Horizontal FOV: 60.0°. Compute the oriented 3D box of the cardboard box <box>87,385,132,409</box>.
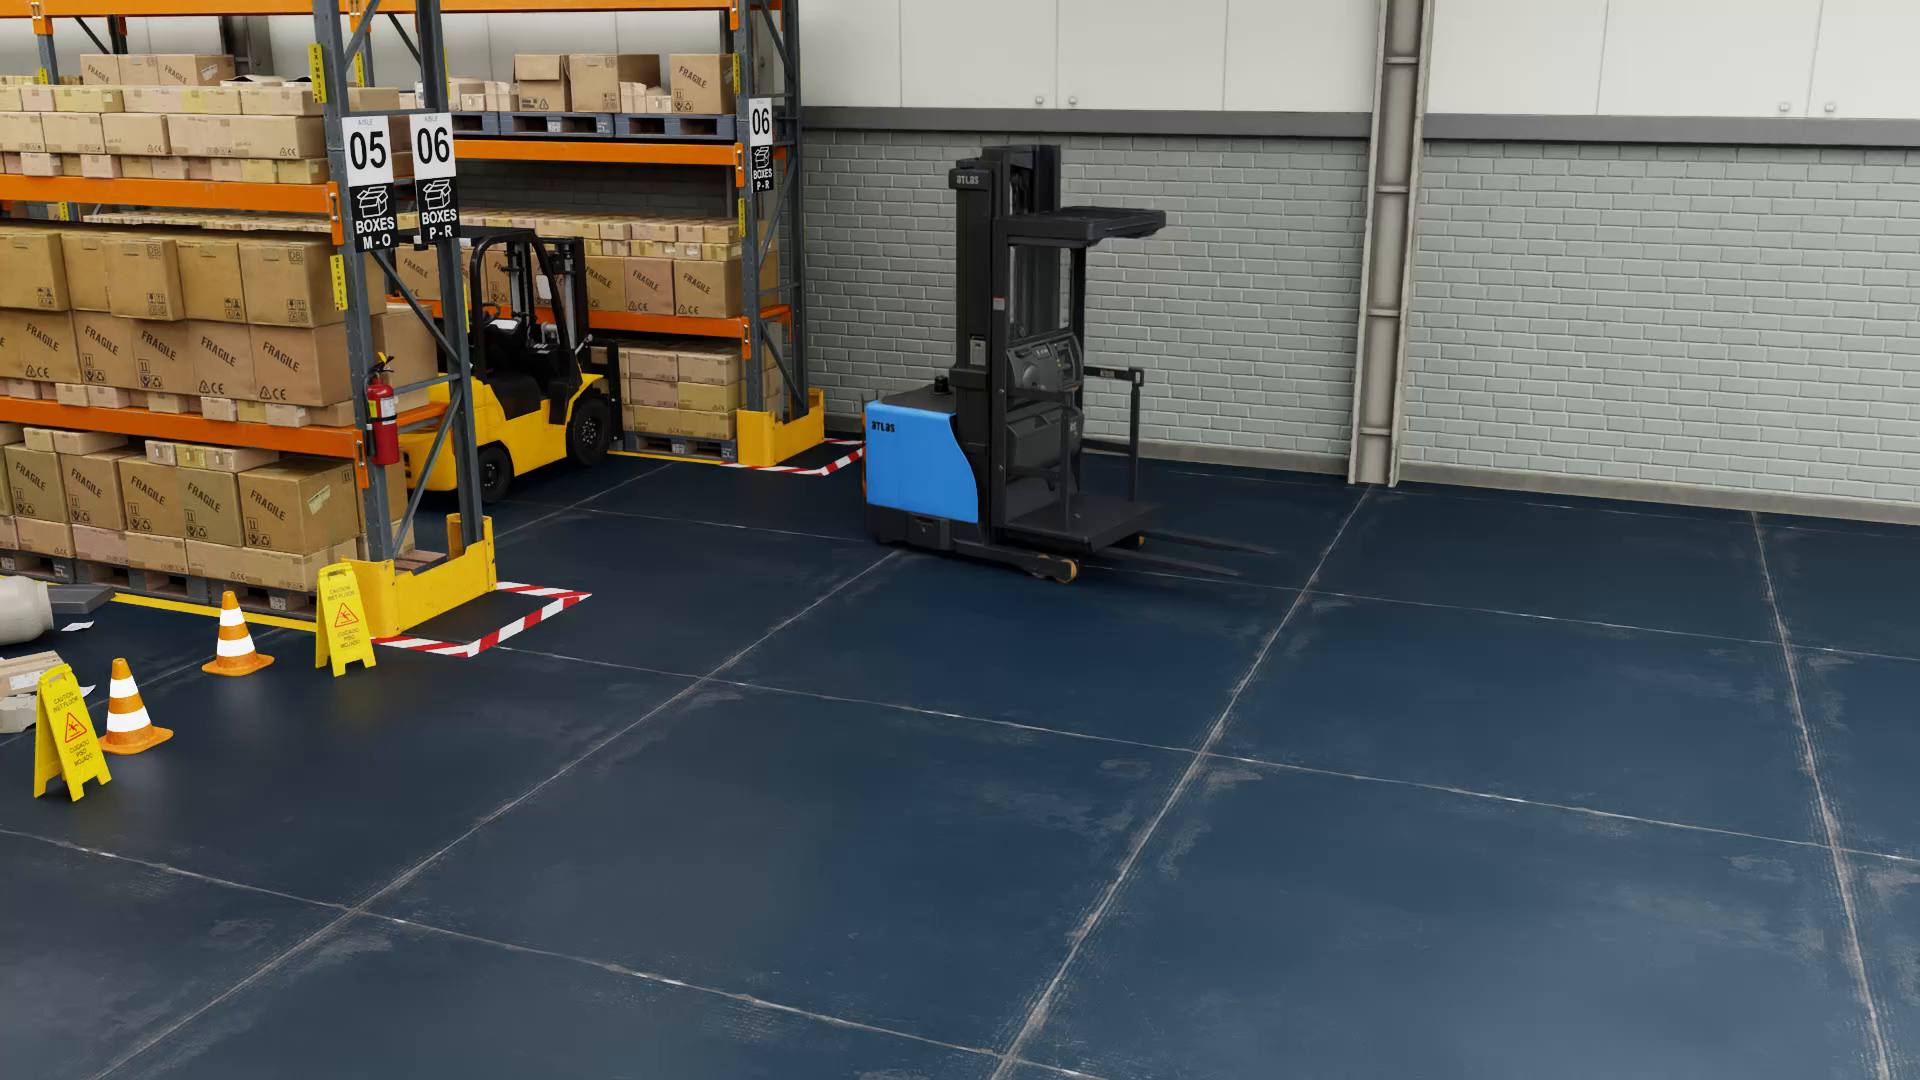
[{"bbox_3d":[-5.608,-0.995,11.171,0.250,0.149,0.380,6,17,20],"label":"cardboard box"}]

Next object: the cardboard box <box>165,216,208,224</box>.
[{"bbox_3d":[-7.940,-3.242,17.118,0.250,0.149,0.380,6,17,21],"label":"cardboard box"}]

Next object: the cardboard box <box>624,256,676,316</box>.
[{"bbox_3d":[-2.709,-2.347,15.198,0.500,0.500,0.500,7,18,22],"label":"cardboard box"}]

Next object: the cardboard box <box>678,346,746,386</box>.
[{"bbox_3d":[-2.219,-1.589,15.152,0.500,0.250,0.500,7,18,22],"label":"cardboard box"}]

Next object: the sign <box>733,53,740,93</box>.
[{"bbox_3d":[-1.888,-3.950,14.072,0.005,0.325,0.100,6,17,21],"label":"sign"}]

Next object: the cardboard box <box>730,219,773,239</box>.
[{"bbox_3d":[-1.910,-2.853,15.246,0.250,0.149,0.380,6,17,20],"label":"cardboard box"}]

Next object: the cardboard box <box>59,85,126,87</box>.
[{"bbox_3d":[-5.865,-3.007,11.292,0.250,0.149,0.380,6,17,20],"label":"cardboard box"}]

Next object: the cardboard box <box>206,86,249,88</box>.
[{"bbox_3d":[-4.671,-2.874,10.834,0.250,0.149,0.380,6,17,20],"label":"cardboard box"}]

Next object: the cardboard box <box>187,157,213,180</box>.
[{"bbox_3d":[-4.617,-2.354,10.471,0.250,0.149,0.380,6,17,21],"label":"cardboard box"}]

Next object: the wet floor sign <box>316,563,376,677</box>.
[{"bbox_3d":[-3.709,0.454,9.952,0.232,0.644,0.267,14,21,40],"label":"wet floor sign"}]

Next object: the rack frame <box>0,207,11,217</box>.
[{"bbox_3d":[-7.215,-1.383,12.056,0.127,3.000,1.000,6,17,21],"label":"rack frame"}]

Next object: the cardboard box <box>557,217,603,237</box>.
[{"bbox_3d":[-3.515,-2.901,15.410,0.250,0.149,0.380,7,17,21],"label":"cardboard box"}]

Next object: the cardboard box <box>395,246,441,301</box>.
[{"bbox_3d":[-5.080,-2.605,16.088,0.500,0.500,0.500,6,17,19],"label":"cardboard box"}]

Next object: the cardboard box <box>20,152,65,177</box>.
[{"bbox_3d":[-5.847,-2.452,10.811,0.250,0.149,0.380,6,17,20],"label":"cardboard box"}]

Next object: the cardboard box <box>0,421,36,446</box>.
[{"bbox_3d":[-6.671,-0.777,11.639,0.250,0.149,0.380,7,17,21],"label":"cardboard box"}]

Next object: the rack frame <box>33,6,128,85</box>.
[{"bbox_3d":[-9.118,-5.961,17.065,0.127,3.000,1.000,6,17,21],"label":"rack frame"}]

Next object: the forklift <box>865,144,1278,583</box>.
[{"bbox_3d":[0.784,-1.276,11.811,3.031,2.935,1.130,11,19,33],"label":"forklift"}]

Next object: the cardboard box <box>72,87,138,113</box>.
[{"bbox_3d":[-5.355,-2.783,10.518,0.250,0.149,0.380,7,18,22],"label":"cardboard box"}]

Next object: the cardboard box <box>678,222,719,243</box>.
[{"bbox_3d":[-2.327,-2.763,14.934,0.250,0.149,0.380,6,17,21],"label":"cardboard box"}]

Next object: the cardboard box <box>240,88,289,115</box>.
[{"bbox_3d":[-4.142,-2.671,10.133,0.250,0.149,0.380,7,17,22],"label":"cardboard box"}]

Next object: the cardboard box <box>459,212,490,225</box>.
[{"bbox_3d":[-4.692,-3.036,15.875,0.250,0.149,0.380,6,17,20],"label":"cardboard box"}]

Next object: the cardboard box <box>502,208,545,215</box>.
[{"bbox_3d":[-4.264,-3.149,16.265,0.250,0.149,0.380,6,17,20],"label":"cardboard box"}]

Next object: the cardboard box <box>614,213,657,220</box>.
[{"bbox_3d":[-3.079,-3.014,15.800,0.250,0.149,0.380,6,17,19],"label":"cardboard box"}]

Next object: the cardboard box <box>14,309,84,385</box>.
[{"bbox_3d":[-5.970,-1.356,11.252,0.500,0.500,0.500,6,17,20],"label":"cardboard box"}]

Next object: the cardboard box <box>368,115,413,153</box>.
[{"bbox_3d":[-3.864,-2.605,10.623,0.500,0.250,0.500,6,17,20],"label":"cardboard box"}]

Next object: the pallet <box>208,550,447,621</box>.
[{"bbox_3d":[-4.307,0.266,11.380,1.213,0.211,1.003,6,17,21],"label":"pallet"}]

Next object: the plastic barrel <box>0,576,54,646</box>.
[{"bbox_3d":[-5.970,0.445,10.381,0.512,0.421,0.421,-9,18,-27],"label":"plastic barrel"}]

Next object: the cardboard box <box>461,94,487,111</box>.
[{"bbox_3d":[-4.376,-4.037,15.336,0.250,0.149,0.380,7,18,22],"label":"cardboard box"}]

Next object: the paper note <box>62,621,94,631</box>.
[{"bbox_3d":[-5.687,0.551,10.720,0.148,0.019,0.142,0,16,1],"label":"paper note"}]

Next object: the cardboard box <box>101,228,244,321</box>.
[{"bbox_3d":[-5.029,-1.719,10.710,0.500,0.500,0.700,6,17,20],"label":"cardboard box"}]

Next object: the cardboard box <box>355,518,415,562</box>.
[{"bbox_3d":[-4.142,-0.009,11.503,0.500,0.250,0.500,6,17,20],"label":"cardboard box"}]

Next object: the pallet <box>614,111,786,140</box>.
[{"bbox_3d":[-2.324,-3.738,14.949,1.213,0.211,1.003,6,17,21],"label":"pallet"}]

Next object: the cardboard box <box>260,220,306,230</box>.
[{"bbox_3d":[-6.765,-3.103,16.640,0.250,0.149,0.380,6,17,19],"label":"cardboard box"}]

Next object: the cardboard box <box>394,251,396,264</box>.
[{"bbox_3d":[-5.775,-2.957,16.851,0.500,0.250,0.500,6,17,20],"label":"cardboard box"}]

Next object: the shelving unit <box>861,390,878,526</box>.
[{"bbox_3d":[-0.599,-0.621,12.931,0.252,1.050,0.215,11,19,33],"label":"shelving unit"}]

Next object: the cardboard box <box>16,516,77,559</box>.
[{"bbox_3d":[-6.264,-0.082,11.754,0.500,0.250,0.500,7,18,24],"label":"cardboard box"}]

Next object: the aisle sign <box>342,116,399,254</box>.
[{"bbox_3d":[-3.542,-2.140,10.003,0.004,0.787,0.394,6,17,21],"label":"aisle sign"}]

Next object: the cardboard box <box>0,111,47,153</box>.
[{"bbox_3d":[-5.961,-2.673,10.856,0.500,0.250,0.500,6,17,21],"label":"cardboard box"}]

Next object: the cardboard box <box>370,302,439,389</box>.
[{"bbox_3d":[-3.832,-1.285,11.006,0.500,0.500,0.500,6,17,20],"label":"cardboard box"}]

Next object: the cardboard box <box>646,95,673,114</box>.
[{"bbox_3d":[-2.558,-3.837,14.647,0.250,0.149,0.380,6,17,19],"label":"cardboard box"}]

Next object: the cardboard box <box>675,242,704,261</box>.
[{"bbox_3d":[-2.350,-2.602,14.913,0.250,0.149,0.380,7,17,22],"label":"cardboard box"}]

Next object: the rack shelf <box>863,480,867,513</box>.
[{"bbox_3d":[-0.599,-0.344,13.011,0.240,0.259,0.215,11,19,33],"label":"rack shelf"}]

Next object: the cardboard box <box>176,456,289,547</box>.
[{"bbox_3d":[-4.821,-0.282,11.097,0.500,0.500,0.500,7,18,23],"label":"cardboard box"}]

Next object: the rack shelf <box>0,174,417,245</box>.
[{"bbox_3d":[-5.354,-2.273,11.034,4.000,0.370,1.077,6,17,21],"label":"rack shelf"}]

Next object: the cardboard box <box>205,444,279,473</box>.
[{"bbox_3d":[-4.701,-0.561,10.895,0.250,0.149,0.380,7,18,22],"label":"cardboard box"}]

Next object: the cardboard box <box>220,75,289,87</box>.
[{"bbox_3d":[-6.874,-4.407,16.322,0.500,0.311,0.500,6,17,19],"label":"cardboard box"}]

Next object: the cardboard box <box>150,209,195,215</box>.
[{"bbox_3d":[-8.456,-3.461,17.871,0.250,0.149,0.380,7,18,22],"label":"cardboard box"}]

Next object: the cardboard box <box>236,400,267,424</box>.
[{"bbox_3d":[-4.427,-0.865,10.722,0.250,0.149,0.380,6,17,20],"label":"cardboard box"}]

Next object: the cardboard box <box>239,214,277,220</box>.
[{"bbox_3d":[-7.306,-3.306,17.339,0.250,0.149,0.380,7,18,22],"label":"cardboard box"}]

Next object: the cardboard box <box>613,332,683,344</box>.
[{"bbox_3d":[-2.981,-1.825,15.965,0.500,0.250,0.500,6,17,20],"label":"cardboard box"}]

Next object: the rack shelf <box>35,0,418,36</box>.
[{"bbox_3d":[-7.257,-5.219,16.516,4.000,0.370,1.077,6,17,21],"label":"rack shelf"}]

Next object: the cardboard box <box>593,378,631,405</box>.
[{"bbox_3d":[-3.194,-1.453,15.579,0.500,0.250,0.500,6,17,19],"label":"cardboard box"}]
